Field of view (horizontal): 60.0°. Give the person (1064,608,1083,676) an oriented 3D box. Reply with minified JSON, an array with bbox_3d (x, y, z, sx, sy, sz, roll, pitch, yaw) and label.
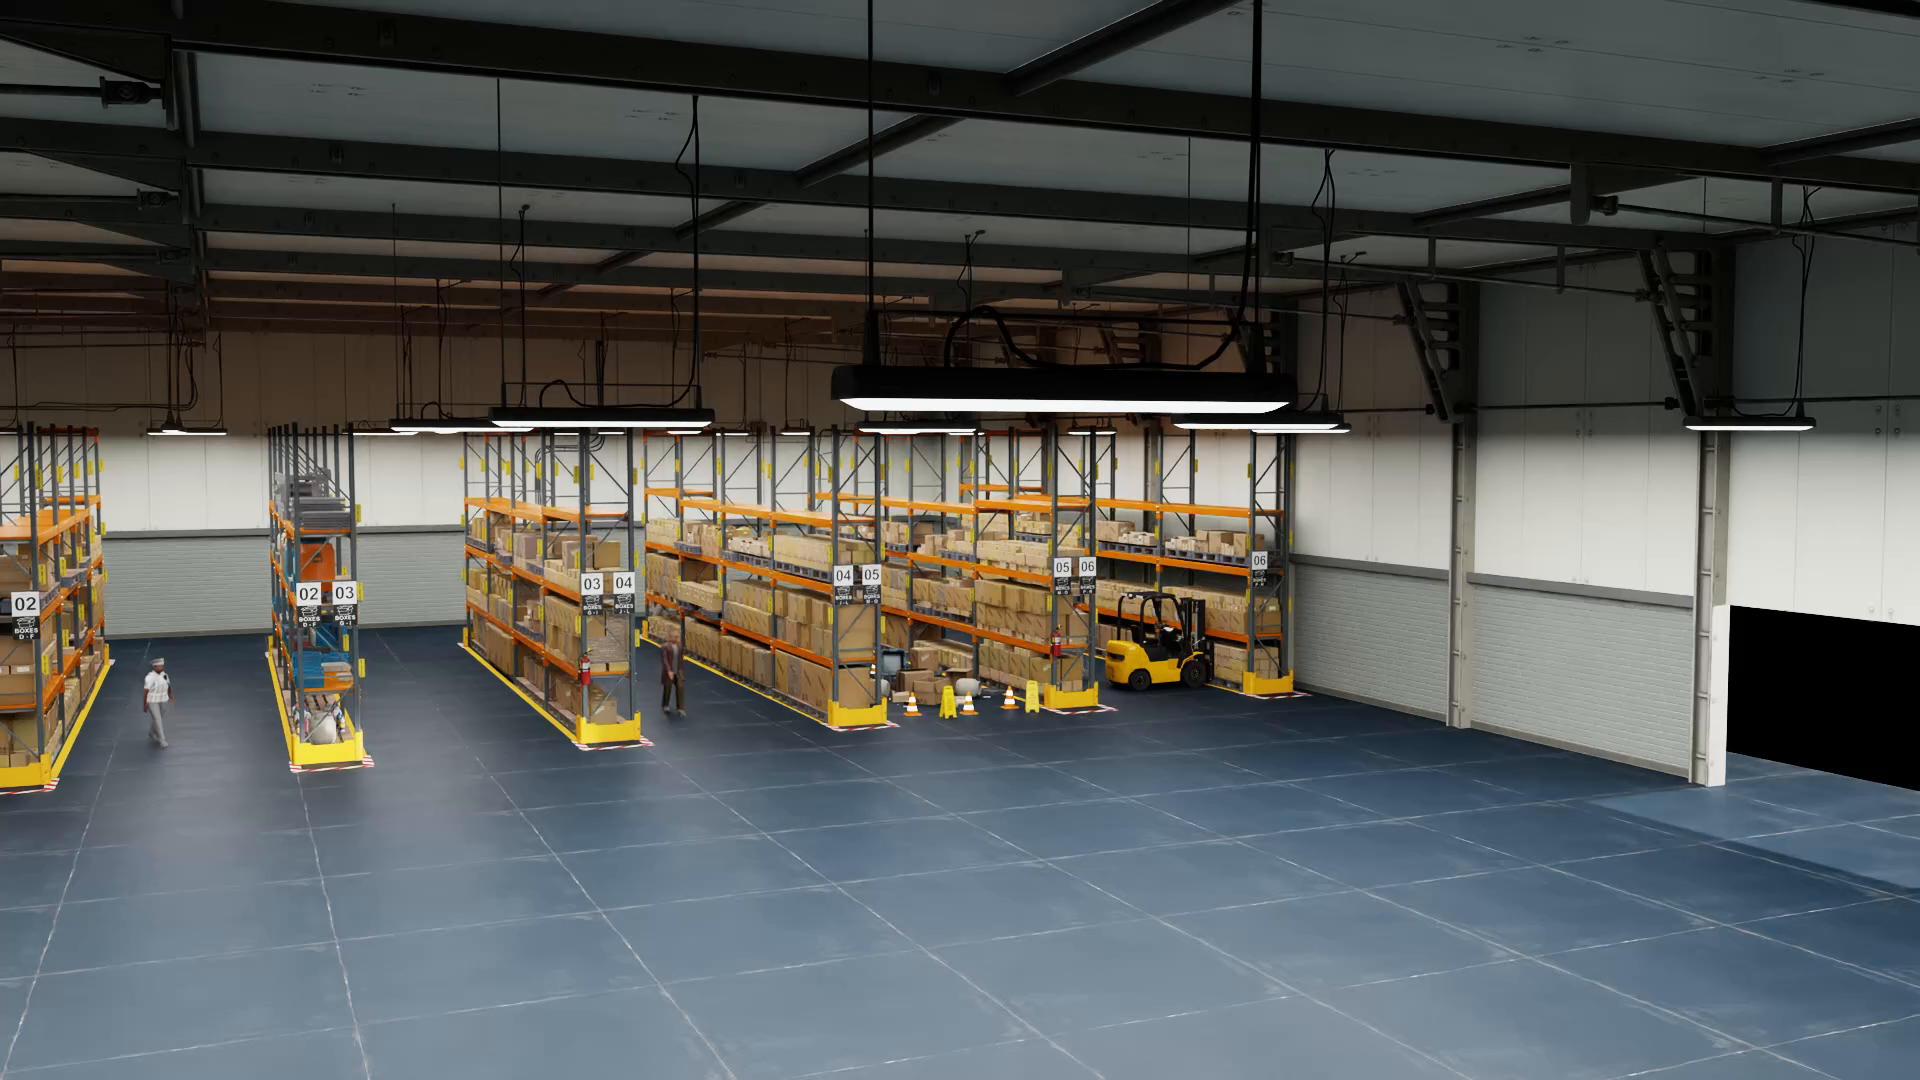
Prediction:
[{"bbox_3d":[2.752,2.485,39.960,0.500,1.712,0.606,-2,4,-28],"label":"person"}]

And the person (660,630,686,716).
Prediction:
[{"bbox_3d":[-5.931,2.739,34.481,0.562,1.730,1.037,-2,4,-33],"label":"person"}]

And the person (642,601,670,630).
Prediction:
[{"bbox_3d":[-8.940,1.905,49.013,1.116,1.645,0.523,-3,5,-43],"label":"person"}]

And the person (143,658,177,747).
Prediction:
[{"bbox_3d":[-14.930,2.995,30.964,1.082,1.611,0.528,3,4,39],"label":"person"}]
